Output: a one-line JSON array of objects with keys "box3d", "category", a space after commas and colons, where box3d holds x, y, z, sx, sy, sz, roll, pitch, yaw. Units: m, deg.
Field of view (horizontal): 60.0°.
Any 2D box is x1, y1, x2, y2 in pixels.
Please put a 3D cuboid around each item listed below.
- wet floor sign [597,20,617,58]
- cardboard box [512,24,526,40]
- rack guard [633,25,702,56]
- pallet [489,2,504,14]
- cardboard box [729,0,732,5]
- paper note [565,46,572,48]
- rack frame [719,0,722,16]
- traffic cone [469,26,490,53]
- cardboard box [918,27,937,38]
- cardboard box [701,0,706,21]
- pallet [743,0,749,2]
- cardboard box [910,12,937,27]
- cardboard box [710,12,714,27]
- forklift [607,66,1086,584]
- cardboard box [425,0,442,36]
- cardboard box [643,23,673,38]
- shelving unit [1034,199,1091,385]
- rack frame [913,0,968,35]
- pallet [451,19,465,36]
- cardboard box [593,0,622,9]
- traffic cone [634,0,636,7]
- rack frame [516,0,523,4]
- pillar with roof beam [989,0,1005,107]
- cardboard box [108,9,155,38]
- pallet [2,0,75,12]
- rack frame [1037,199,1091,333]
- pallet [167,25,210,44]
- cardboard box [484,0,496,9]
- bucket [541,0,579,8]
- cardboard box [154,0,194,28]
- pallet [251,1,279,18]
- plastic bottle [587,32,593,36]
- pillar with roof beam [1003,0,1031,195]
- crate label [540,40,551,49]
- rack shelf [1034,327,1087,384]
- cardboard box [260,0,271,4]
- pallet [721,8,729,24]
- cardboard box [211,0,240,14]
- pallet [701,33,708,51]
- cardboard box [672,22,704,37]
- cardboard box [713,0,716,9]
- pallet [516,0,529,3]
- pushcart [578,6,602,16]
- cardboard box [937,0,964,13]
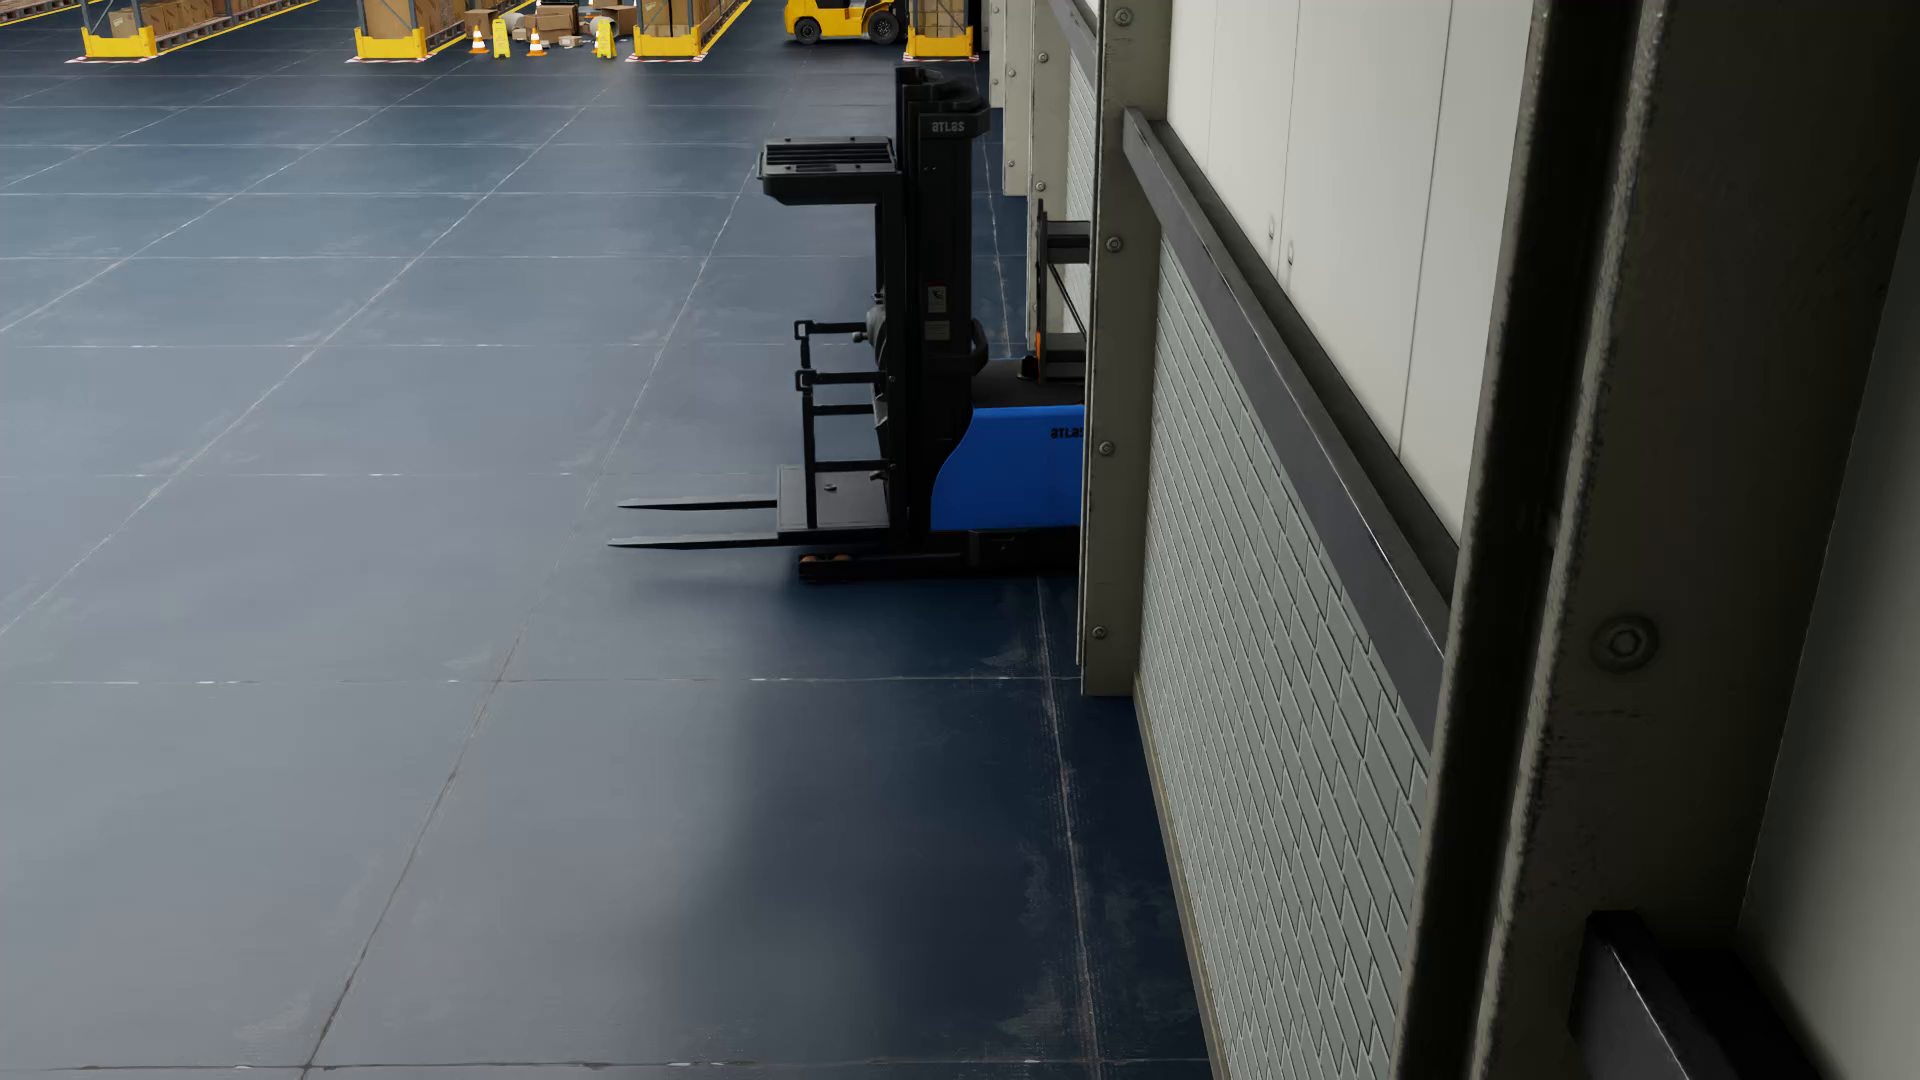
[{"box3d": [-6.382, -9.034, 29.942, 0.267, 0.644, 0.232, 8, 26, 18], "category": "wet floor sign"}, {"box3d": [-8.446, -9.829, 32.160, 0.396, 0.266, 0.258, 4, 25, 9], "category": "cardboard box"}, {"box3d": [-5.315, -9.083, 30.225, 1.175, 0.500, 0.348, 0, 24, -1], "category": "rack guard"}, {"box3d": [-10.406, -11.326, 35.535, 1.003, 0.211, 1.213, 0, 24, -1], "category": "pallet"}, {"box3d": [-5.386, -11.631, 35.507, 0.950, 0.372, 0.625, 1, 24, 1], "category": "cardboard box"}, {"box3d": [-7.315, -9.218, 31.094, 0.148, 0.019, 0.142, -9, 26, -19], "category": "paper note"}, {"box3d": [-5.358, -11.838, 33.285, 1.000, 3.000, 0.127, 0, 24, -1], "category": "rack frame"}, {"box3d": [-8.849, -9.196, 30.520, 0.336, 0.463, 0.334, 0, 24, -1], "category": "traffic cone"}, {"box3d": [-0.672, -9.345, 30.599, 0.500, 0.250, 0.500, 0, 24, 0], "category": "cardboard box"}, {"box3d": [-5.057, -10.029, 31.202, 0.500, 0.500, 0.500, -1, 24, -3], "category": "cardboard box"}, {"box3d": [-5.335, -12.541, 38.223, 1.003, 0.211, 1.213, 0, 24, -1], "category": "pallet"}, {"box3d": [-0.669, -9.579, 30.511, 0.500, 0.250, 0.500, -1, 24, -1], "category": "cardboard box"}, {"box3d": [-5.066, -10.106, 32.281, 0.500, 0.250, 0.500, 0, 24, 0], "category": "cardboard box"}, {"box3d": [-0.678, -1.298, 10.064, 3.031, 2.935, 1.130, -2, 24, -5], "category": "forklift"}, {"box3d": [-10.348, -9.991, 31.270, 0.875, 0.875, 0.875, -1, 24, -1], "category": "cardboard box"}, {"box3d": [-5.592, -9.470, 30.877, 0.500, 0.250, 0.500, 0, 24, -1], "category": "cardboard box"}, {"box3d": [0.691, -1.039, 10.411, 0.431, 2.100, 0.503, -1, 20, 0], "category": "shelving unit"}, {"box3d": [-0.351, -10.214, 29.694, 1.000, 3.000, 0.127, 0, 24, -1], "category": "rack frame"}, {"box3d": [-10.376, -10.190, 33.025, 1.003, 0.211, 1.213, 0, 24, -1], "category": "pallet"}, {"box3d": [-7.137, -11.024, 33.599, 0.500, 0.500, 0.500, 0, 24, -1], "category": "cardboard box"}, {"box3d": [-6.771, -11.187, 34.924, 0.336, 0.463, 0.334, 0, 24, -1], "category": "traffic cone"}, {"box3d": [-10.350, -13.423, 36.788, 1.000, 3.000, 0.127, 0, 24, -1], "category": "rack frame"}, {"box3d": [-3.696, -10.747, 23.591, 9.100, 9.000, 0.400, 0, 24, -1], "category": "pillar with roof beam"}, {"box3d": [-15.214, -9.455, 30.540, 0.500, 0.500, 0.500, 4, 25, 9], "category": "cardboard box"}, {"box3d": [-20.294, -11.830, 36.650, 1.003, 0.211, 1.213, 0, 24, -1], "category": "pallet"}, {"box3d": [0.691, -1.123, 10.640, 0.400, 2.100, 0.015, -1, 20, 0], "category": "rack frame"}, {"box3d": [-15.208, -9.743, 32.036, 1.003, 0.211, 1.213, 0, 24, -1], "category": "pallet"}, {"box3d": [-10.410, -11.594, 34.965, 1.050, 0.750, 0.750, 0, 24, -1], "category": "cardboard box"}, {"box3d": [-7.999, -10.930, 33.404, 0.726, 0.611, 0.620, 8, 16, 18], "category": "bucket"}, {"box3d": [-15.204, -10.190, 32.164, 0.500, 0.500, 0.500, -2, 24, -5], "category": "cardboard box"}, {"box3d": [-15.293, -11.348, 35.585, 1.003, 0.211, 1.213, 0, 24, -1], "category": "pallet"}, {"box3d": [-7.219, -9.959, 32.696, 0.133, 0.061, 0.283, 4, 25, 9], "category": "plastic bottle"}, {"box3d": [-3.631, -8.274, 18.125, 9.100, 9.000, 0.400, 0, 24, -1], "category": "pillar with roof beam"}, {"box3d": [-7.786, -9.236, 31.005, 0.250, 0.136, 0.298, -14, 28, -28], "category": "crate label"}, {"box3d": [0.691, -1.026, 10.416, 0.431, 0.518, 0.480, -1, 20, 0], "category": "rack shelf"}, {"box3d": [-15.252, -11.766, 35.624, 0.700, 0.500, 0.500, 2, 24, 4], "category": "cardboard box"}, {"box3d": [-5.368, -10.889, 34.569, 1.003, 0.211, 1.213, 0, 24, -1], "category": "pallet"}, {"box3d": [-15.252, -11.109, 34.171, 0.700, 0.500, 0.500, -2, 24, -5], "category": "cardboard box"}, {"box3d": [-5.288, -9.286, 31.025, 1.003, 0.211, 1.213, 0, 24, -1], "category": "pallet"}, {"box3d": [-5.046, -9.462, 30.859, 0.500, 0.250, 0.500, 0, 24, -1], "category": "cardboard box"}, {"box3d": [-5.076, -10.666, 32.611, 0.500, 0.500, 0.500, 0, 24, 0], "category": "cardboard box"}, {"box3d": [-10.357, -12.474, 38.075, 1.003, 0.211, 1.213, 0, 24, -1], "category": "pallet"}, {"box3d": [-7.637, -10.613, 33.757, 1.648, 0.377, 0.936, -9, 26, -19], "category": "pushcart"}, {"box3d": [-0.167, -9.807, 30.407, 0.500, 0.250, 0.500, -1, 24, -1], "category": "cardboard box"}]
